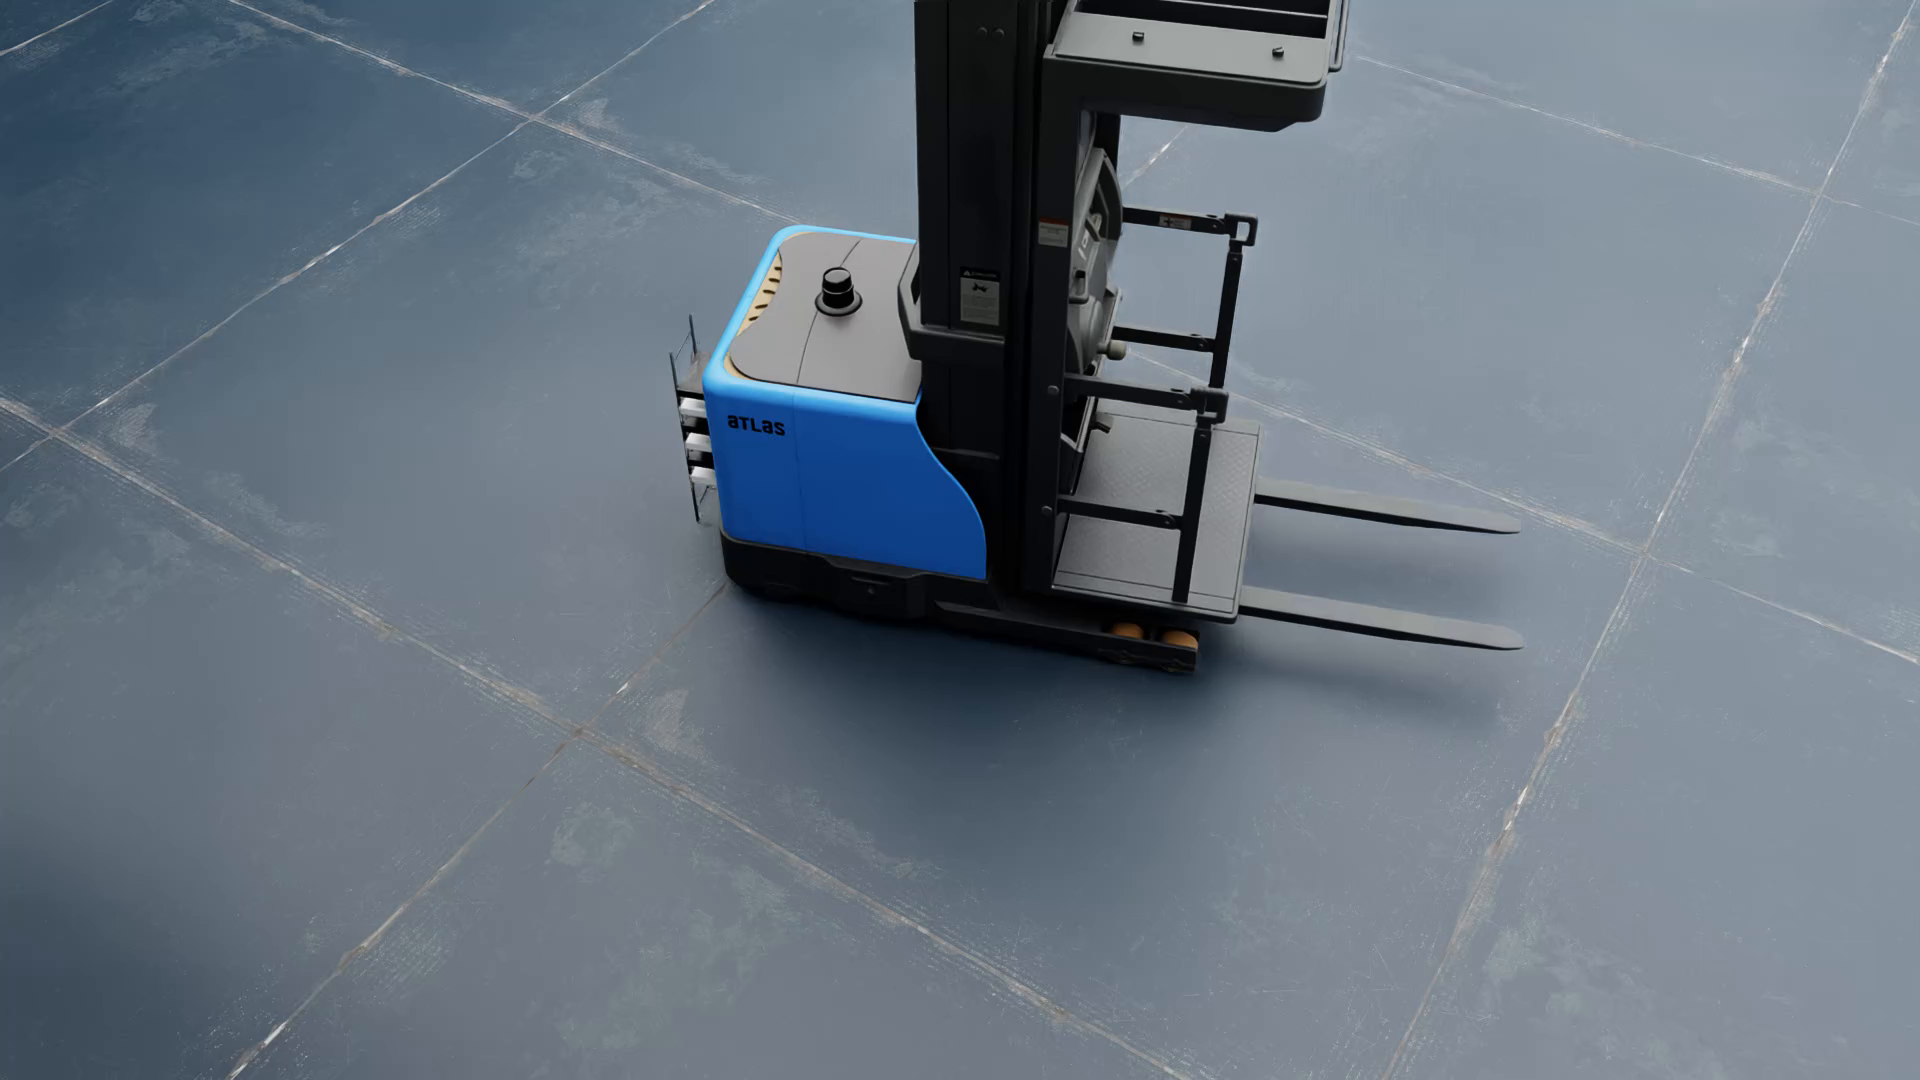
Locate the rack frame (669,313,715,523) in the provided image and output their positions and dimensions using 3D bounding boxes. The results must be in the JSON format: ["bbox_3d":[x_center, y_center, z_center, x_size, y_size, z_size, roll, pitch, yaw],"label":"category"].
[{"bbox_3d":[-1.051,-0.466,6.575,0.006,0.900,0.240,9,47,9],"label":"rack frame"}]

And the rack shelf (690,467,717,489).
[{"bbox_3d":[-0.952,-0.301,6.713,0.200,0.077,0.258,9,47,9],"label":"rack shelf"}]

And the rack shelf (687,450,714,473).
[{"bbox_3d":[-0.952,-0.364,6.648,0.200,0.077,0.258,9,47,9],"label":"rack shelf"}]

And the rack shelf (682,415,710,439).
[{"bbox_3d":[-0.952,-0.490,6.519,0.200,0.077,0.258,9,47,9],"label":"rack shelf"}]

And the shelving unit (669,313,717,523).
[{"bbox_3d":[-0.952,-0.450,6.560,0.210,0.900,0.258,9,47,9],"label":"shelving unit"}]

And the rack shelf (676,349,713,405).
[{"bbox_3d":[-0.952,-0.615,6.390,0.200,0.077,0.258,9,47,9],"label":"rack shelf"}]

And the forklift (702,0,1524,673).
[{"bbox_3d":[0.647,-0.943,5.622,3.031,2.935,1.130,9,47,9],"label":"forklift"}]

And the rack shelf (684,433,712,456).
[{"bbox_3d":[-0.952,-0.427,6.584,0.200,0.077,0.258,9,47,9],"label":"rack shelf"}]

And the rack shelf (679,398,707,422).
[{"bbox_3d":[-0.952,-0.552,6.455,0.200,0.077,0.258,9,47,9],"label":"rack shelf"}]
